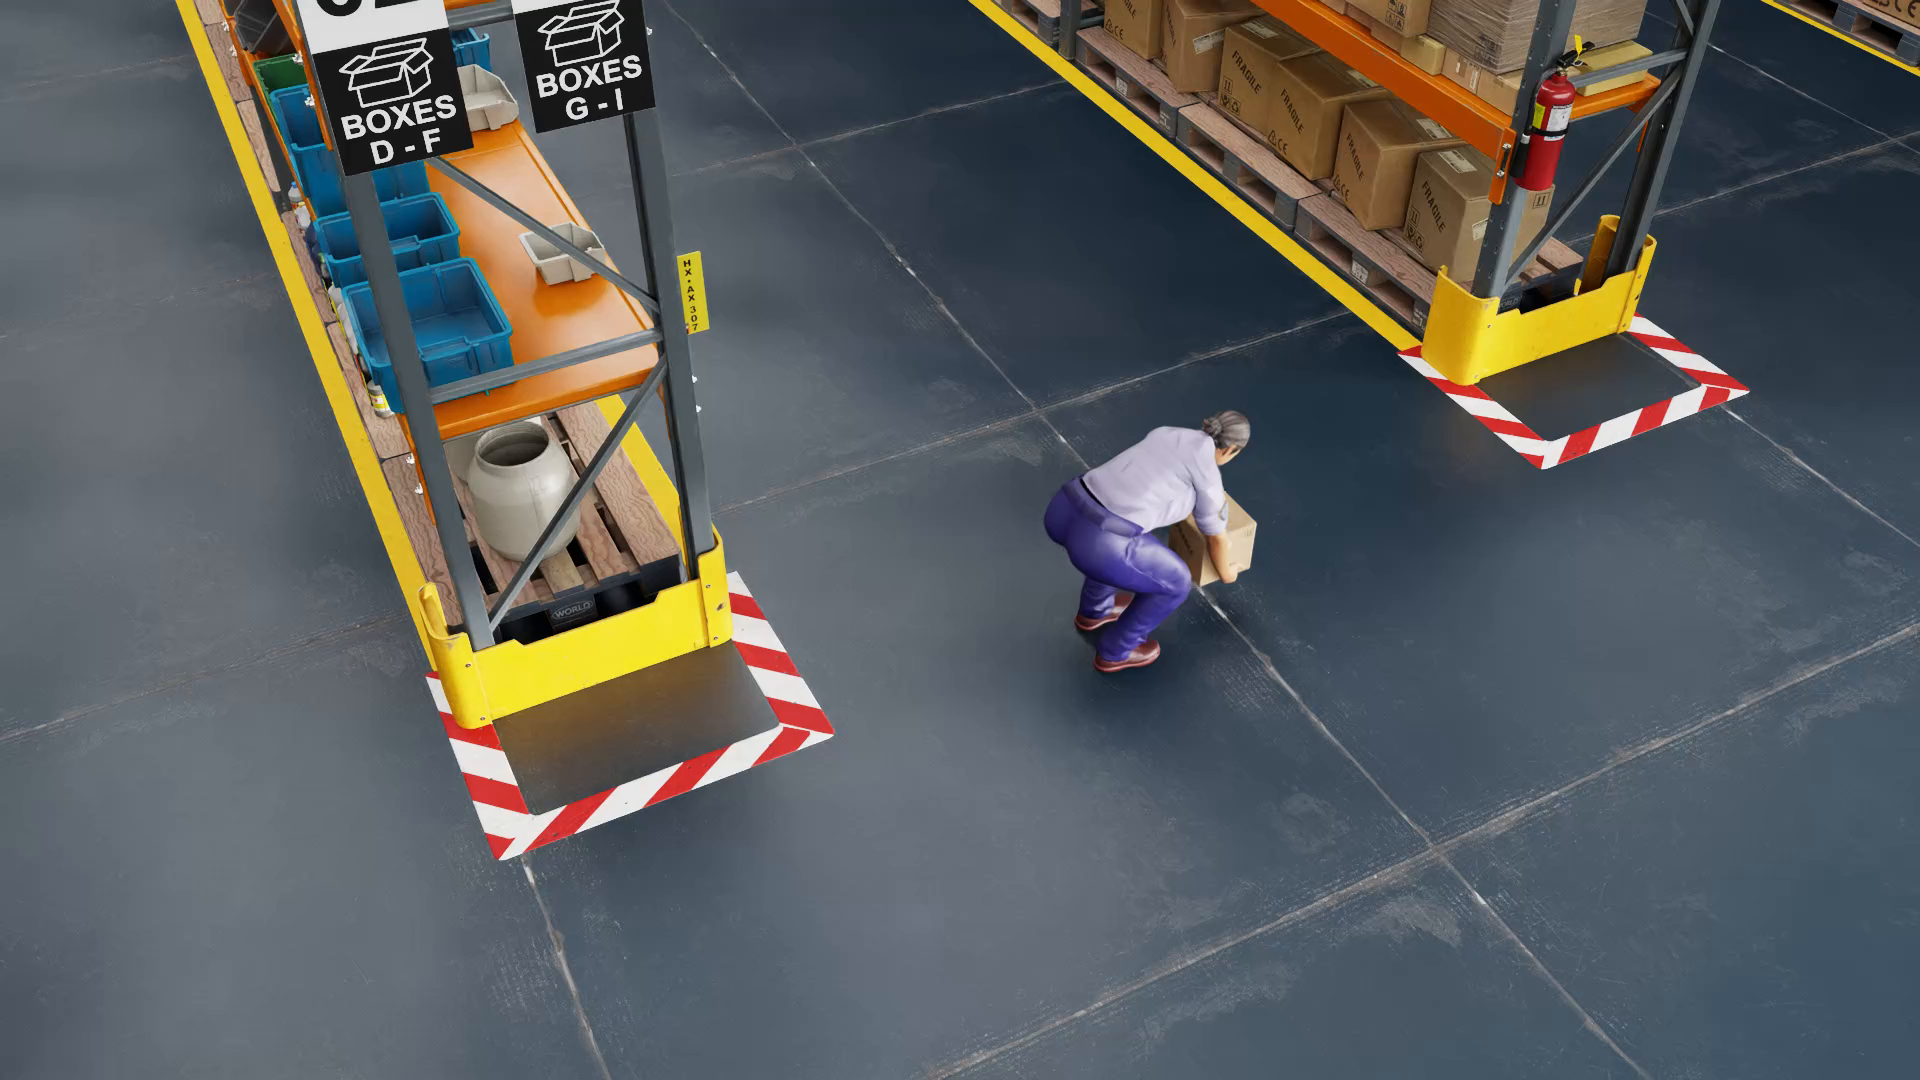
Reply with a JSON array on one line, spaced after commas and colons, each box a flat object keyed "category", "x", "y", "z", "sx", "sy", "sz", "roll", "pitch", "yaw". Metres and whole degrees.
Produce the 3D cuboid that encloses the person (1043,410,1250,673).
[{"category": "person", "x": 0.762, "y": -0.001, "z": 6.674, "sx": 0.892, "sy": 0.985, "sz": 0.504, "roll": -21, "pitch": 46, "yaw": -22}]
